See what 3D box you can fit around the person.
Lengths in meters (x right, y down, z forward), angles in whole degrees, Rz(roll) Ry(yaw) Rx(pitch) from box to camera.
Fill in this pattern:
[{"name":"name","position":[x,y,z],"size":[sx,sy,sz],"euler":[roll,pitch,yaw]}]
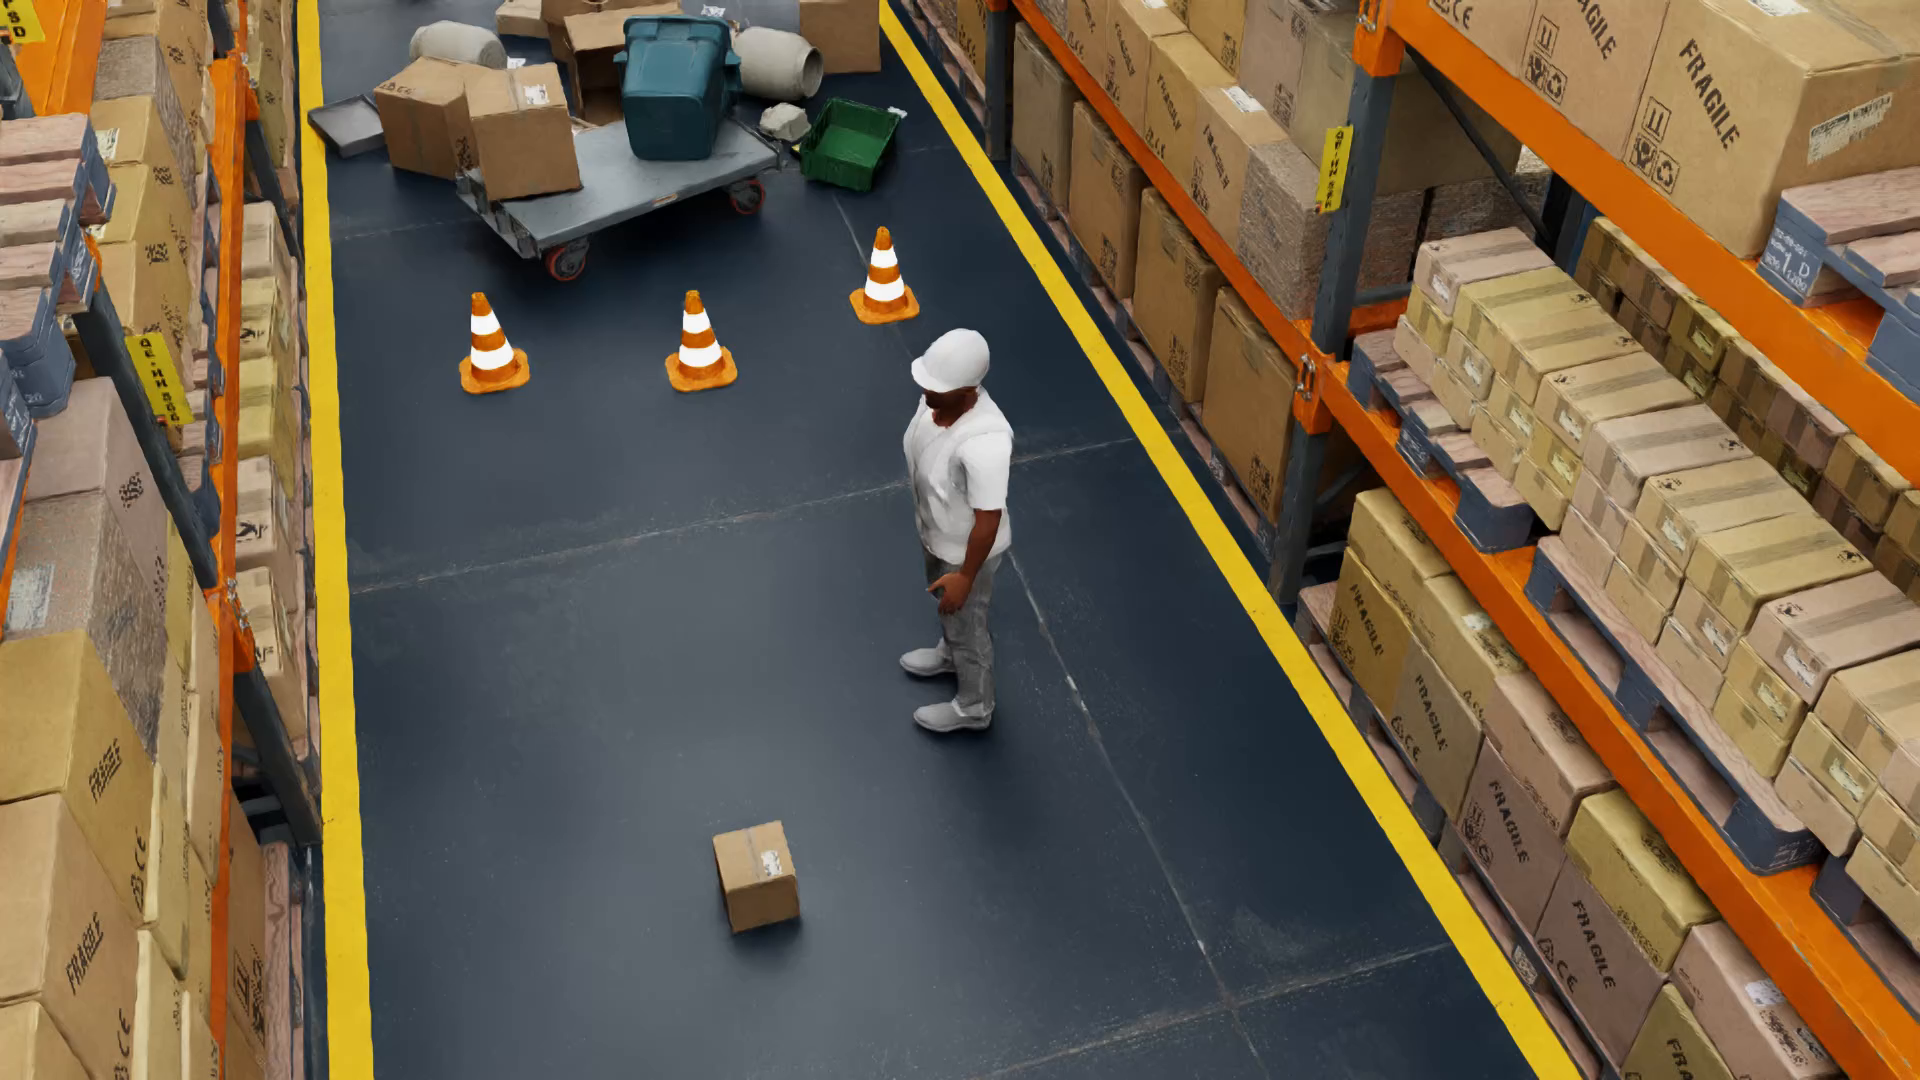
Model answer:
[{"name":"person","position":[-0.029,-0.023,6.133],"size":[0.388,1.771,0.613],"euler":[-14,44,-15]}]
